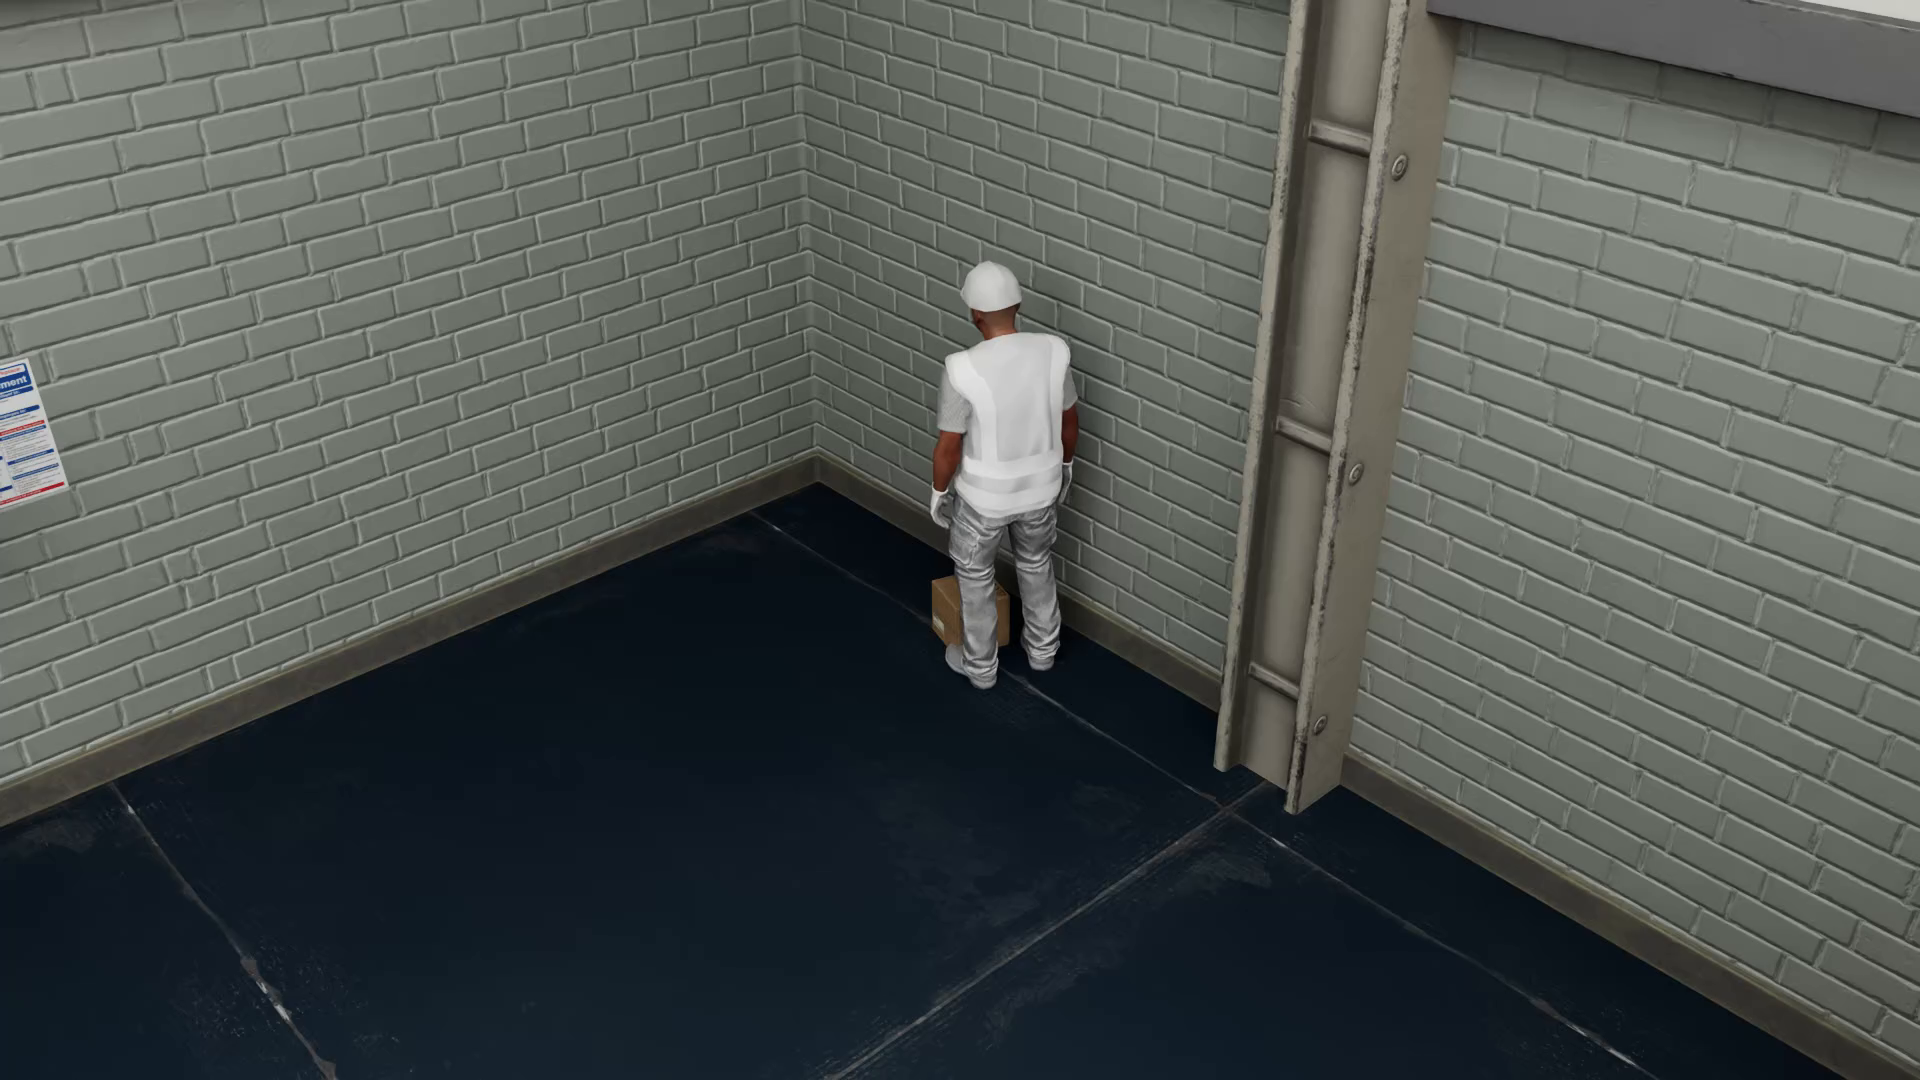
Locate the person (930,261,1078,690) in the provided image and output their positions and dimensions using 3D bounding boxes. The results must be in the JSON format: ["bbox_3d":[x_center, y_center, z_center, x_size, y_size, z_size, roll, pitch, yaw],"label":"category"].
[{"bbox_3d":[0.169,-0.227,6.496,0.614,1.774,0.447,-14,34,-22],"label":"person"}]
